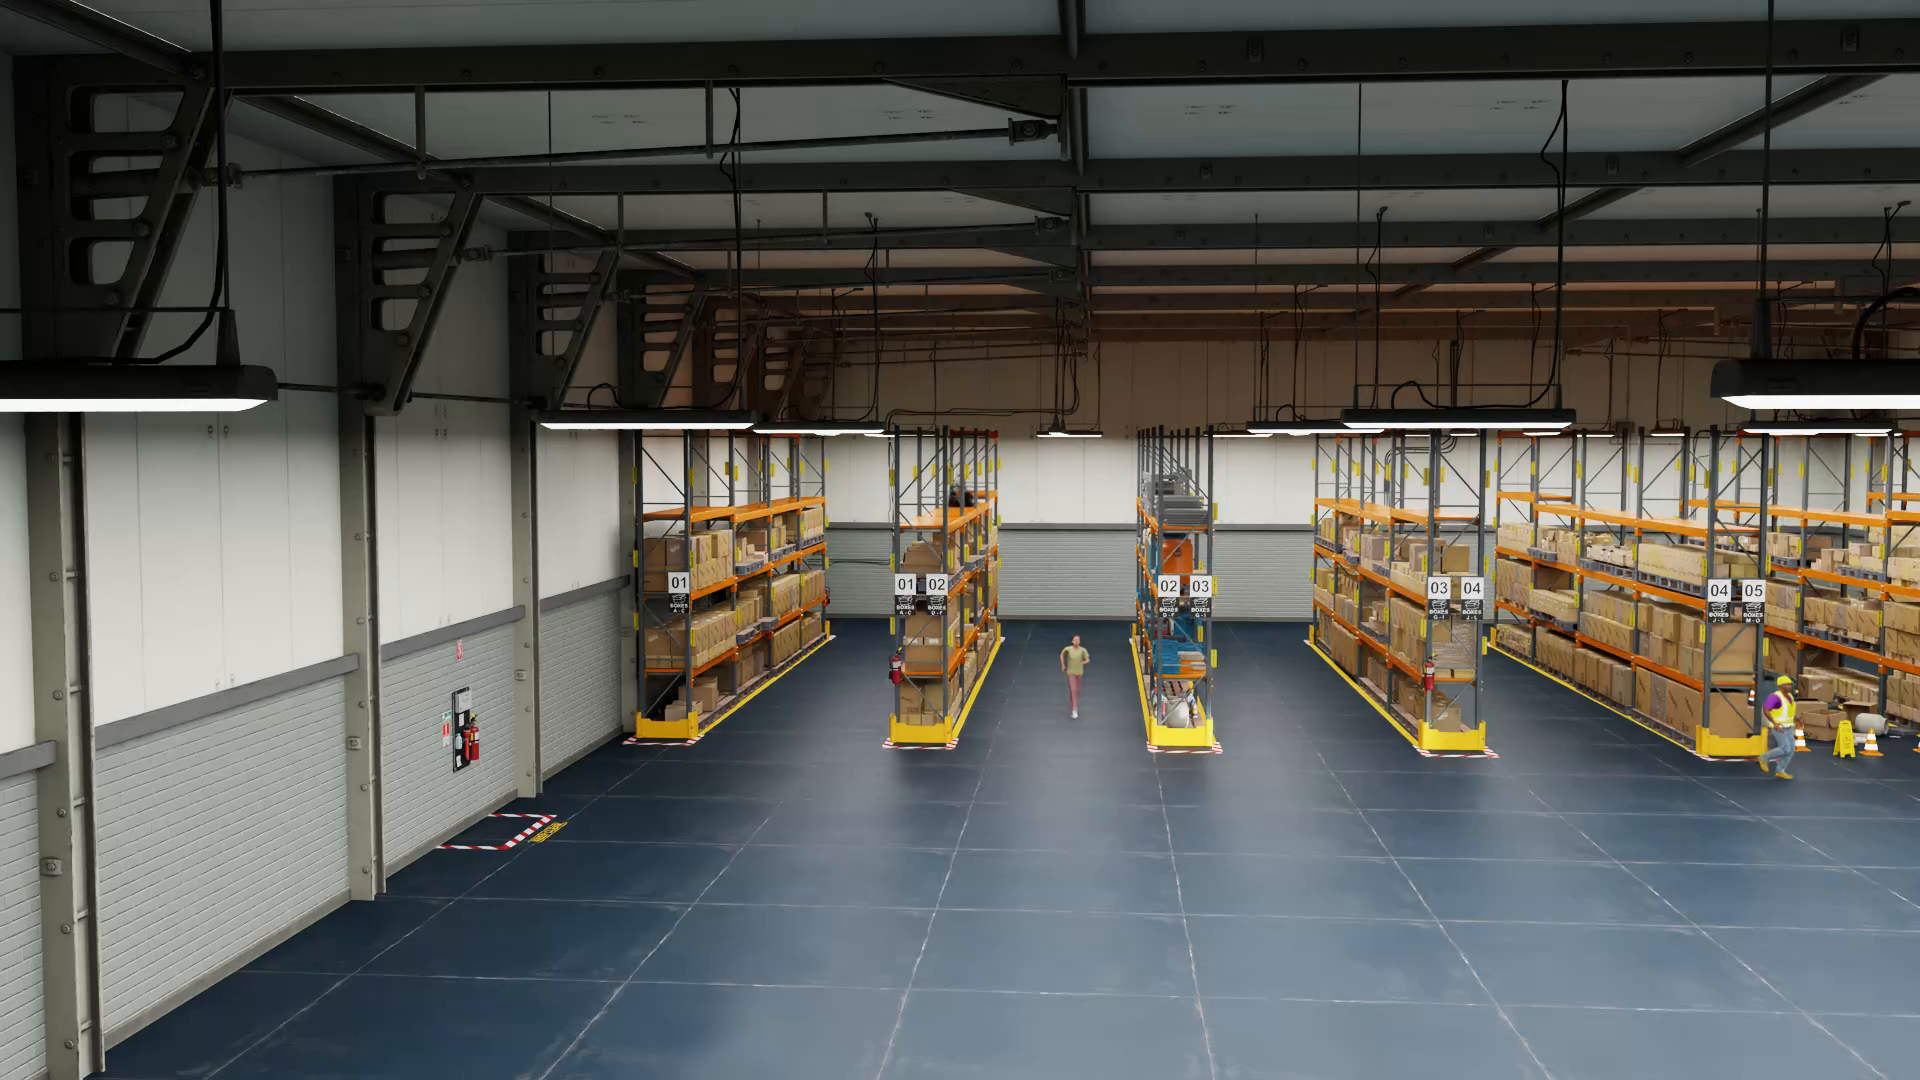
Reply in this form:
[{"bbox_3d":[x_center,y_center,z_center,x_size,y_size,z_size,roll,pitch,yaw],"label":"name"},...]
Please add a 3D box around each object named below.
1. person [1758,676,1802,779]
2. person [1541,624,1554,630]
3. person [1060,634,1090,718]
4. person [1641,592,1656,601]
[{"bbox_3d":[13.921,3.163,28.233,0.719,1.735,0.577,-2,4,-34],"label":"person"},{"bbox_3d":[16.526,2.116,46.674,0.600,1.597,0.617,-3,4,-39],"label":"person"},{"bbox_3d":[2.400,2.790,34.500,0.578,1.680,0.882,0,3,-8],"label":"person"},{"bbox_3d":[19.463,2.000,47.284,0.954,1.744,0.727,1,4,13],"label":"person"}]
